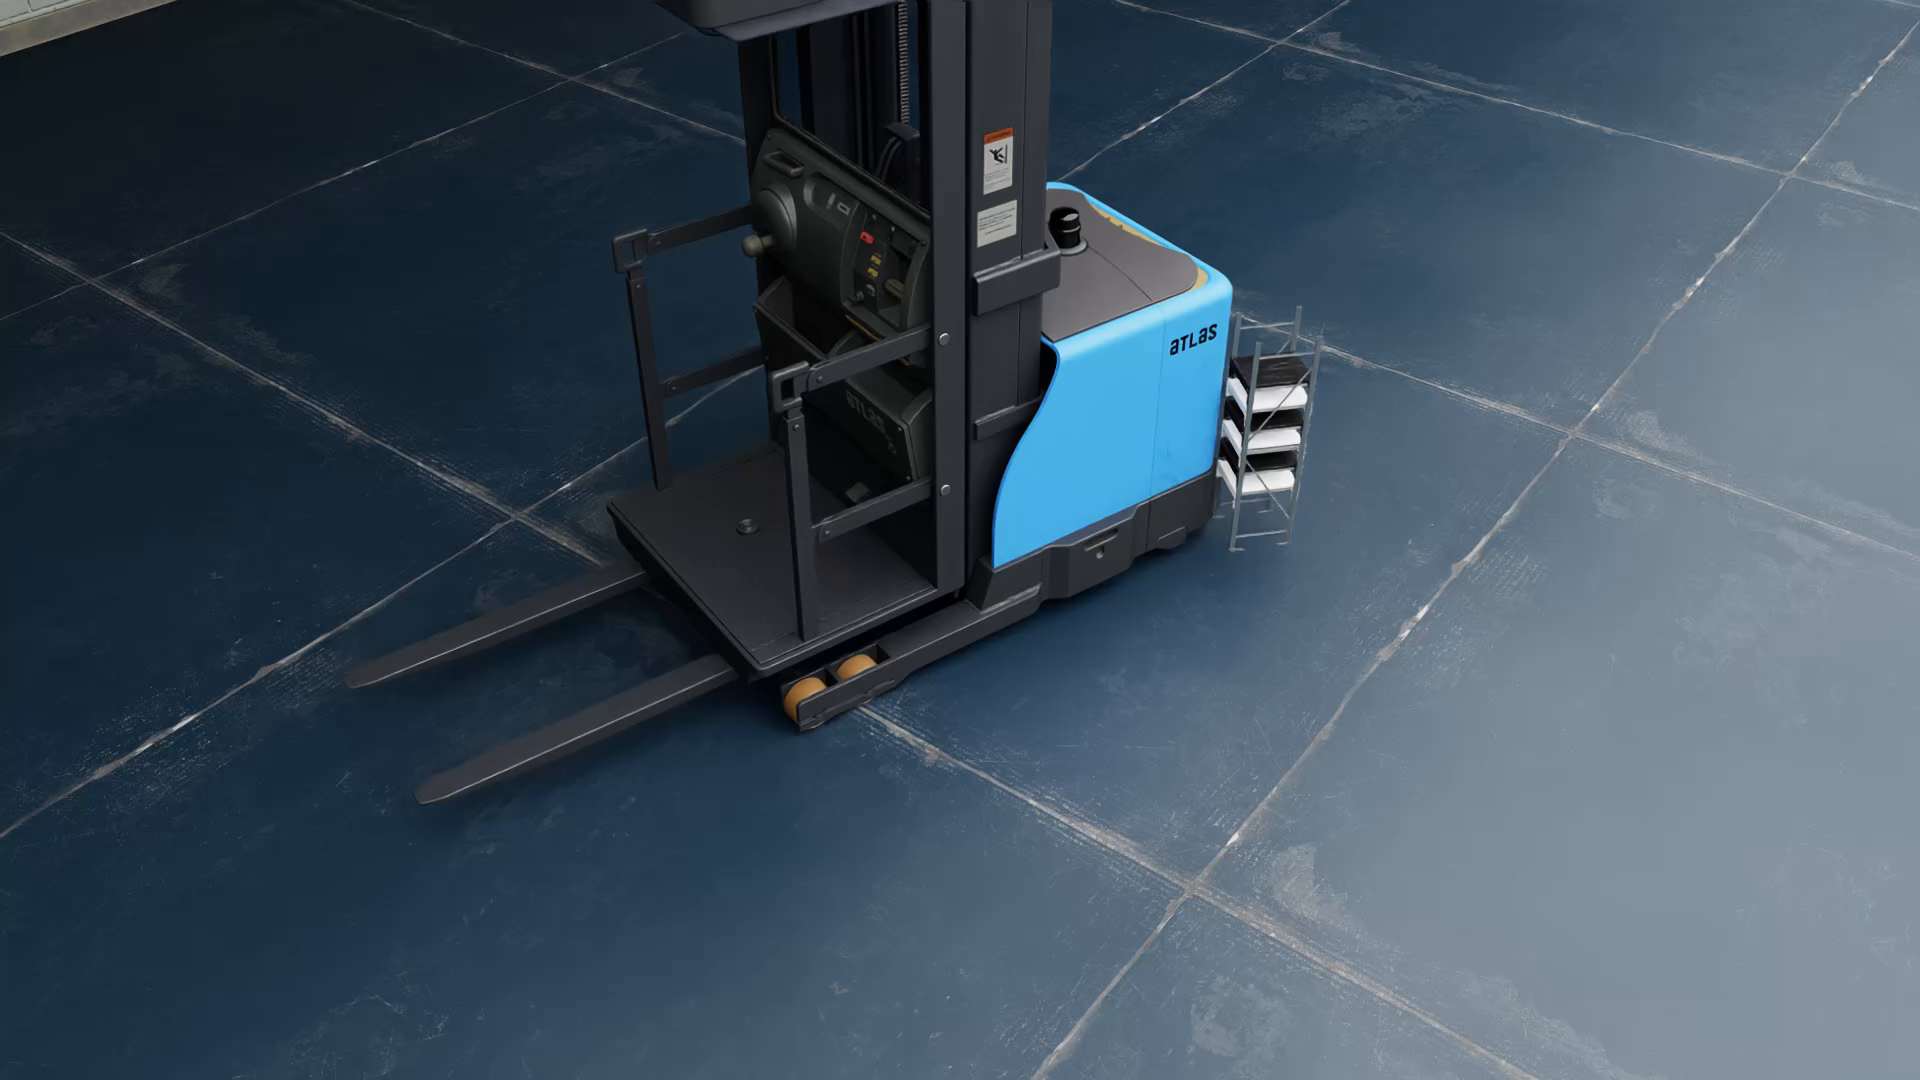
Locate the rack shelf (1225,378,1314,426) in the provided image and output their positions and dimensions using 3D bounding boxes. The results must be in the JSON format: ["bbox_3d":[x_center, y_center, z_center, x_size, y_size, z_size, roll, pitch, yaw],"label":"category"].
[{"bbox_3d":[1.101,-0.506,5.927,0.258,0.077,0.200,-7,39,-9],"label":"rack shelf"}]

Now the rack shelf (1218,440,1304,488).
[{"bbox_3d":[1.100,-0.293,6.094,0.258,0.077,0.200,-7,39,-9],"label":"rack shelf"}]

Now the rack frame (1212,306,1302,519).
[{"bbox_3d":[1.081,-0.452,6.096,0.240,0.900,0.006,-7,39,-9],"label":"rack frame"}]

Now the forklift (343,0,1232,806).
[{"bbox_3d":[-0.551,-0.908,5.032,3.031,2.935,1.130,-24,44,-27],"label":"forklift"}]

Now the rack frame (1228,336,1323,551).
[{"bbox_3d":[1.120,-0.329,5.939,0.240,0.900,0.006,-7,39,-9],"label":"rack frame"}]

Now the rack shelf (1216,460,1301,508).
[{"bbox_3d":[1.100,-0.222,6.149,0.258,0.077,0.200,-7,39,-9],"label":"rack shelf"}]

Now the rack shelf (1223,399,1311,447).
[{"bbox_3d":[1.101,-0.435,5.983,0.258,0.077,0.200,-7,39,-9],"label":"rack shelf"}]

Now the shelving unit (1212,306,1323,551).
[{"bbox_3d":[1.100,-0.390,6.018,0.258,0.900,0.210,-7,39,-9],"label":"shelving unit"}]

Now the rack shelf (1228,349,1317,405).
[{"bbox_3d":[1.101,-0.576,5.872,0.258,0.077,0.200,-7,39,-9],"label":"rack shelf"}]

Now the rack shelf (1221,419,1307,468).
[{"bbox_3d":[1.100,-0.364,6.038,0.258,0.077,0.200,-7,39,-9],"label":"rack shelf"}]
